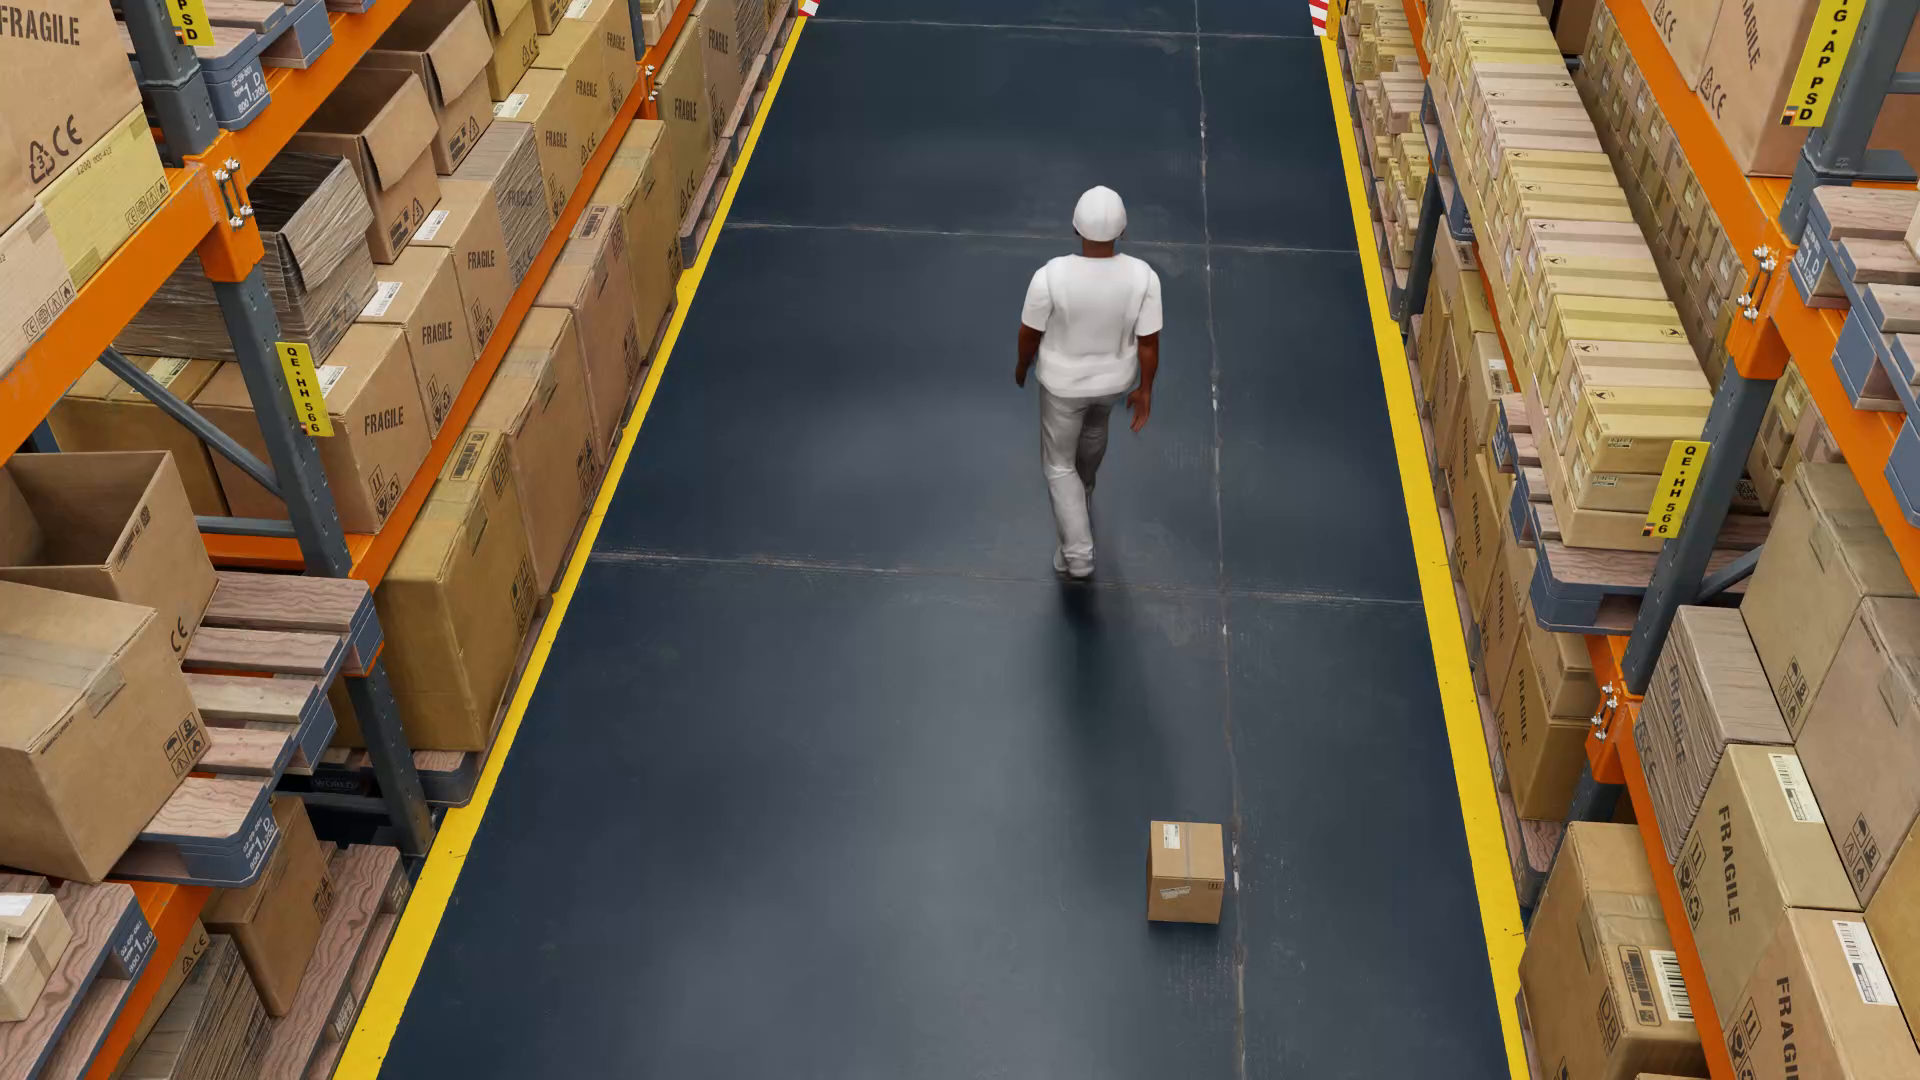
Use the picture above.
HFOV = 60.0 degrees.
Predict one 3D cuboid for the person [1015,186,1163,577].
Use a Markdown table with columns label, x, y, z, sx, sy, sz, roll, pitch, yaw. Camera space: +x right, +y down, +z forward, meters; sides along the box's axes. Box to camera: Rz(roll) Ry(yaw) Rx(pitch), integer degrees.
| label | x | y | z | sx | sy | sz | roll | pitch | yaw |
| --- | --- | --- | --- | --- | --- | --- | --- | --- | --- |
| person | 0.527 | -0.688 | 6.957 | 0.563 | 1.728 | 0.998 | -6 | 40 | -8 |
